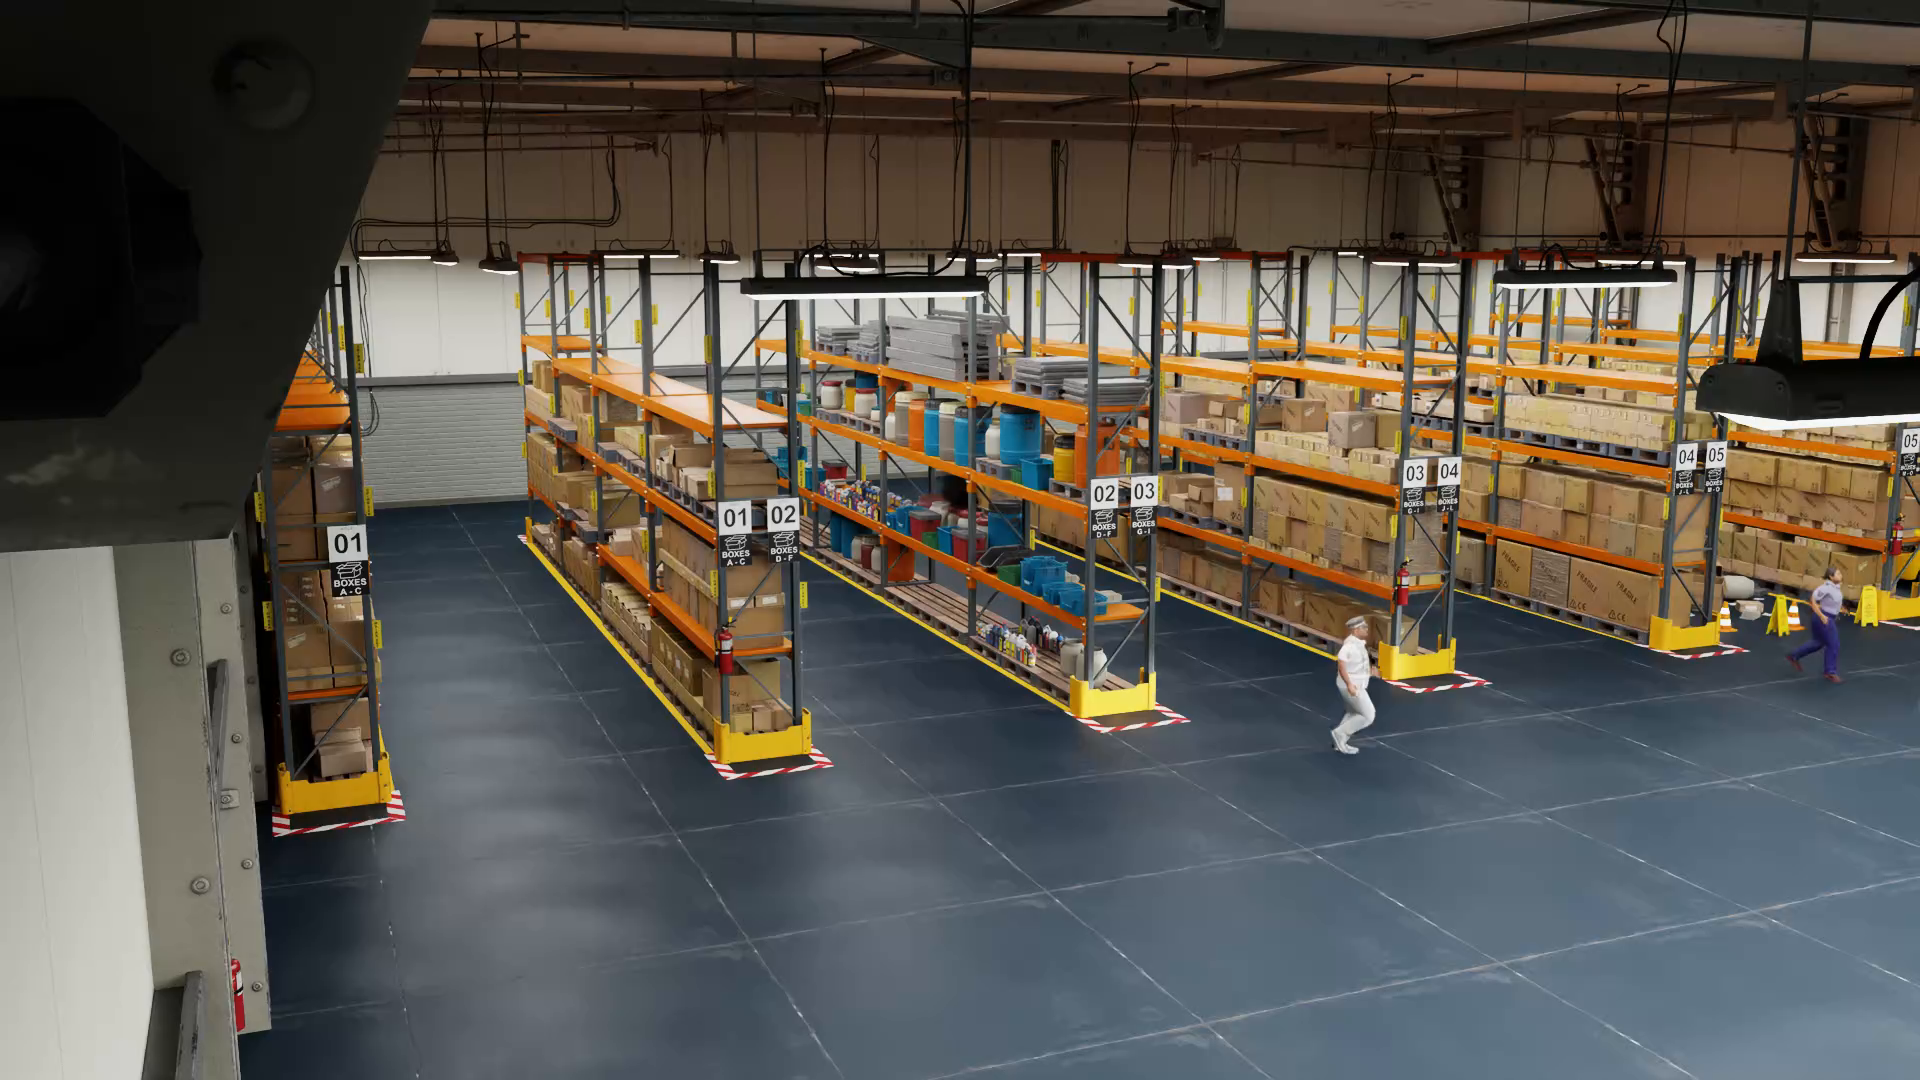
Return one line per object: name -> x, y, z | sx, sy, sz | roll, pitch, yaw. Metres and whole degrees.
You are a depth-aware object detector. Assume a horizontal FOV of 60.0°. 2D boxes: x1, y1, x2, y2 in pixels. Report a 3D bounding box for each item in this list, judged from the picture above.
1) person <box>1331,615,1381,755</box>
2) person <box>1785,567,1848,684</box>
person -> 4.888, 1.779, 20.480 | 0.591, 1.750, 0.671 | 2, 11, 10
person -> 12.403, 1.194, 23.996 | 0.825, 1.664, 0.604 | 7, 12, 32
